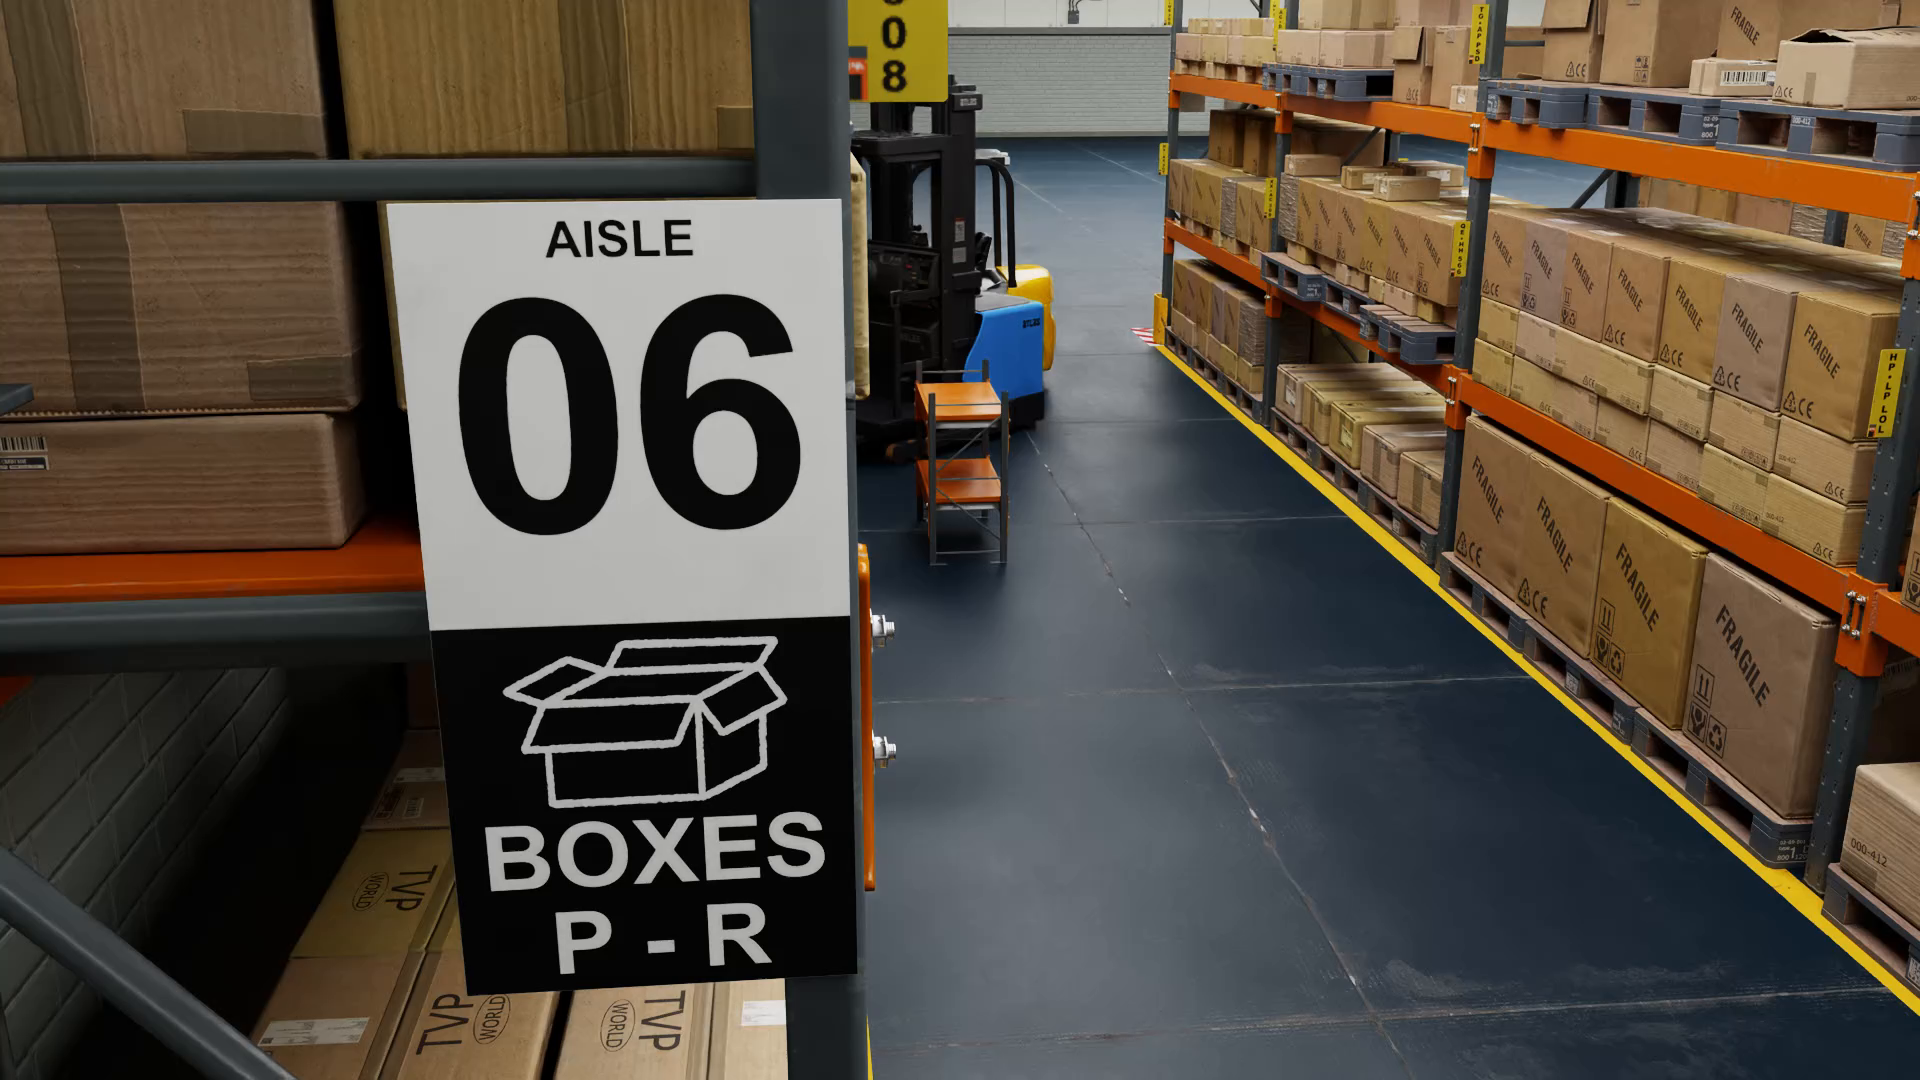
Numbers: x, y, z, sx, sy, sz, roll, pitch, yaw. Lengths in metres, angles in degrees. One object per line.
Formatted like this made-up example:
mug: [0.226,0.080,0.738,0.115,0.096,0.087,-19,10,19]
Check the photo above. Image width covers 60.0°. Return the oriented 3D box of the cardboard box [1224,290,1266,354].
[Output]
cardboard box: [2.716,-1.988,15.140,0.500,0.500,0.500,-1,17,-5]

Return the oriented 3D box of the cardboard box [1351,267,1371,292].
cardboard box: [3.004,-1.861,11.815,0.380,0.149,0.250,-2,18,-7]

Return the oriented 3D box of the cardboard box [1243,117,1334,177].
cardboard box: [3.069,-3.683,15.567,0.700,0.500,0.500,-2,18,-6]

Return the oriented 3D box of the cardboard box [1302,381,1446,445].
cardboard box: [3.232,-0.999,13.037,0.950,0.372,0.625,-1,17,-2]

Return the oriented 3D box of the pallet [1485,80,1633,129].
pallet: [3.630,-2.382,9.063,1.213,0.211,1.003,-1,17,-3]

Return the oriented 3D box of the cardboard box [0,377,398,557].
cardboard box: [-0.864,-0.092,1.875,0.380,0.149,0.250,-1,17,-4]

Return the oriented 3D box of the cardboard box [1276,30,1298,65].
cardboard box: [2.760,-3.796,12.802,0.500,0.250,0.500,-2,18,-7]

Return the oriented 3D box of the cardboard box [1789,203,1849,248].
cardboard box: [7.962,-2.787,14.795,0.875,0.550,0.550,-2,18,-6]

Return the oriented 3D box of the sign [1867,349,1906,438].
sign: [3.385,-0.534,6.070,0.100,0.325,0.005,-2,18,-6]

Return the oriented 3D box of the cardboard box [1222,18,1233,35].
cardboard box: [2.594,-4.661,15.096,0.380,0.149,0.250,-2,17,-5]

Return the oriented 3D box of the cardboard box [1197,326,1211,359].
cardboard box: [2.608,-1.939,16.236,0.500,0.250,0.500,-1,17,-2]

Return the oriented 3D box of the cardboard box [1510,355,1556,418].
cardboard box: [3.382,-0.853,9.138,0.500,0.250,0.500,-2,18,-7]

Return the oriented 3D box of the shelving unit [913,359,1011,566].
shelving unit: [0.001,-0.535,11.002,0.538,1.125,1.048,-2,18,-6]

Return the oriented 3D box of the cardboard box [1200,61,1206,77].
cardboard box: [2.556,-4.588,16.196,0.380,0.149,0.250,-2,18,-6]

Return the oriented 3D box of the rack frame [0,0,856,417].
rack frame: [-0.601,-1.555,1.107,1.000,3.000,0.127,-2,18,-6]

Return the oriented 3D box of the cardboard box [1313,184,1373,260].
cardboard box: [2.951,-2.367,12.344,0.500,0.500,0.500,-2,18,-6]

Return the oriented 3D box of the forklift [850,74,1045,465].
forklift: [-0.663,-2.162,13.171,1.130,2.935,3.031,16,24,42]

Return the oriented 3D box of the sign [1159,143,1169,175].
sign: [2.146,-4.011,17.499,0.100,0.325,0.005,-2,18,-6]

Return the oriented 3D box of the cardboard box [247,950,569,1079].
cardboard box: [-0.964,0.954,2.884,0.500,0.250,0.500,-2,18,-5]

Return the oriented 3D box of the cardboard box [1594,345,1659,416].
cardboard box: [3.448,-0.785,8.085,0.500,0.250,0.500,-1,17,-5]

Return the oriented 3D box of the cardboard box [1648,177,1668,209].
cardboard box: [7.761,-3.597,17.375,0.875,0.550,0.550,-2,18,-6]

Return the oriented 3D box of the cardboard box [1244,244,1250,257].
cardboard box: [2.768,-2.618,14.927,0.380,0.149,0.250,-2,18,-6]

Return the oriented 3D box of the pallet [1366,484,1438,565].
pallet: [3.432,-0.133,11.249,1.003,0.211,1.213,-2,18,-6]

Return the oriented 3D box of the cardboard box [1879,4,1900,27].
cardboard box: [7.705,-4.494,14.361,0.500,0.250,0.500,-2,18,-6]

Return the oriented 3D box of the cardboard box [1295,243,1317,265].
cardboard box: [2.858,-2.254,13.067,0.380,0.149,0.250,-1,17,-5]

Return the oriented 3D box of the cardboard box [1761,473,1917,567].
cardboard box: [3.626,-0.093,6.717,0.500,0.250,0.500,-2,18,-7]

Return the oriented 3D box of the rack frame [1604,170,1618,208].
rack frame: [7.599,-3.797,18.265,1.000,3.000,0.127,-2,18,-6]

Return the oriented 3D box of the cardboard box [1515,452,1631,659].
cardboard box: [3.587,0.057,8.835,0.875,0.875,0.875,-2,17,-5]

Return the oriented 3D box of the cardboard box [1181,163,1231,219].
cardboard box: [2.515,-3.500,16.654,0.500,0.500,0.500,-1,17,-4]

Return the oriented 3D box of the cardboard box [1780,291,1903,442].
cardboard box: [3.628,-0.689,6.528,0.500,0.500,0.500,-1,17,-4]

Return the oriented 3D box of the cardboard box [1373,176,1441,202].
cardboard box: [3.062,-2.409,11.395,0.380,0.149,0.250,-3,18,-8]

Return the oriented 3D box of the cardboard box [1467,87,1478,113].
cardboard box: [3.270,-2.629,9.956,0.380,0.149,0.250,-2,18,-6]

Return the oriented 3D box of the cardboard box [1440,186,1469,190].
cardboard box: [3.474,-2.380,12.387,0.500,0.500,0.500,-1,17,-4]

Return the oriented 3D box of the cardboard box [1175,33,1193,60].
cardboard box: [2.473,-4.958,16.707,0.500,0.250,0.500,-2,18,-7]

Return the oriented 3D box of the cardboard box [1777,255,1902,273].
cardboard box: [4.035,-1.004,7.531,0.500,0.500,0.500,-2,18,-7]

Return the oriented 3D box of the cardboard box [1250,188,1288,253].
cardboard box: [2.805,-2.737,14.224,0.500,0.500,0.500,-2,18,-7]

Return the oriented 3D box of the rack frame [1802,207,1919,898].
rack frame: [3.923,-0.039,6.294,1.000,3.000,0.127,-2,18,-6]

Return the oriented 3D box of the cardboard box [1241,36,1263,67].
cardboard box: [2.732,-4.198,14.286,0.500,0.250,0.500,-2,18,-7]

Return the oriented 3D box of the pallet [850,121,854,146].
pallet: [-1.011,-1.423,6.006,1.213,0.211,1.003,-2,18,-6]

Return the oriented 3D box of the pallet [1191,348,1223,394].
pallet: [2.865,-1.655,16.098,1.003,0.211,1.213,-2,18,-6]

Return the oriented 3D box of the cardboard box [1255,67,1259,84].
cardboard box: [2.794,-4.049,14.478,0.380,0.149,0.250,-2,18,-8]

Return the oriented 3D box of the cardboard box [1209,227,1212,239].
cardboard box: [2.629,-3.001,16.146,0.380,0.149,0.250,-1,17,-4]

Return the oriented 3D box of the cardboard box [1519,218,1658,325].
cardboard box: [3.379,-1.454,8.963,0.500,0.500,0.500,-2,18,-5]

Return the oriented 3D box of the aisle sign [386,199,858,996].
aisle sign: [-0.302,0.078,1.581,0.394,0.787,0.004,-2,18,-6]

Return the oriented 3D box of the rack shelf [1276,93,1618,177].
rack shelf: [3.305,-2.915,11.646,1.077,0.370,4.000,-2,18,-6]

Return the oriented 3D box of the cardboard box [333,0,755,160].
cardboard box: [-0.397,-0.573,1.905,0.500,0.250,0.500,-2,18,-6]

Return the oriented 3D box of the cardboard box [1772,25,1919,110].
cardboard box: [3.624,-1.884,6.611,0.500,0.311,0.500,-2,18,-6]

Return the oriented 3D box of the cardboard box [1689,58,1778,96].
cardboard box: [3.579,-2.118,7.596,0.380,0.166,0.250,0,17,-1]

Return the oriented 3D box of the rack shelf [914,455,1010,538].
rack shelf: [0.001,-0.301,11.075,0.538,0.278,1.000,-2,18,-6]

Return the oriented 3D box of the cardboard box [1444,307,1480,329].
cardboard box: [3.243,-1.402,10.353,0.380,0.149,0.250,-1,17,-4]
